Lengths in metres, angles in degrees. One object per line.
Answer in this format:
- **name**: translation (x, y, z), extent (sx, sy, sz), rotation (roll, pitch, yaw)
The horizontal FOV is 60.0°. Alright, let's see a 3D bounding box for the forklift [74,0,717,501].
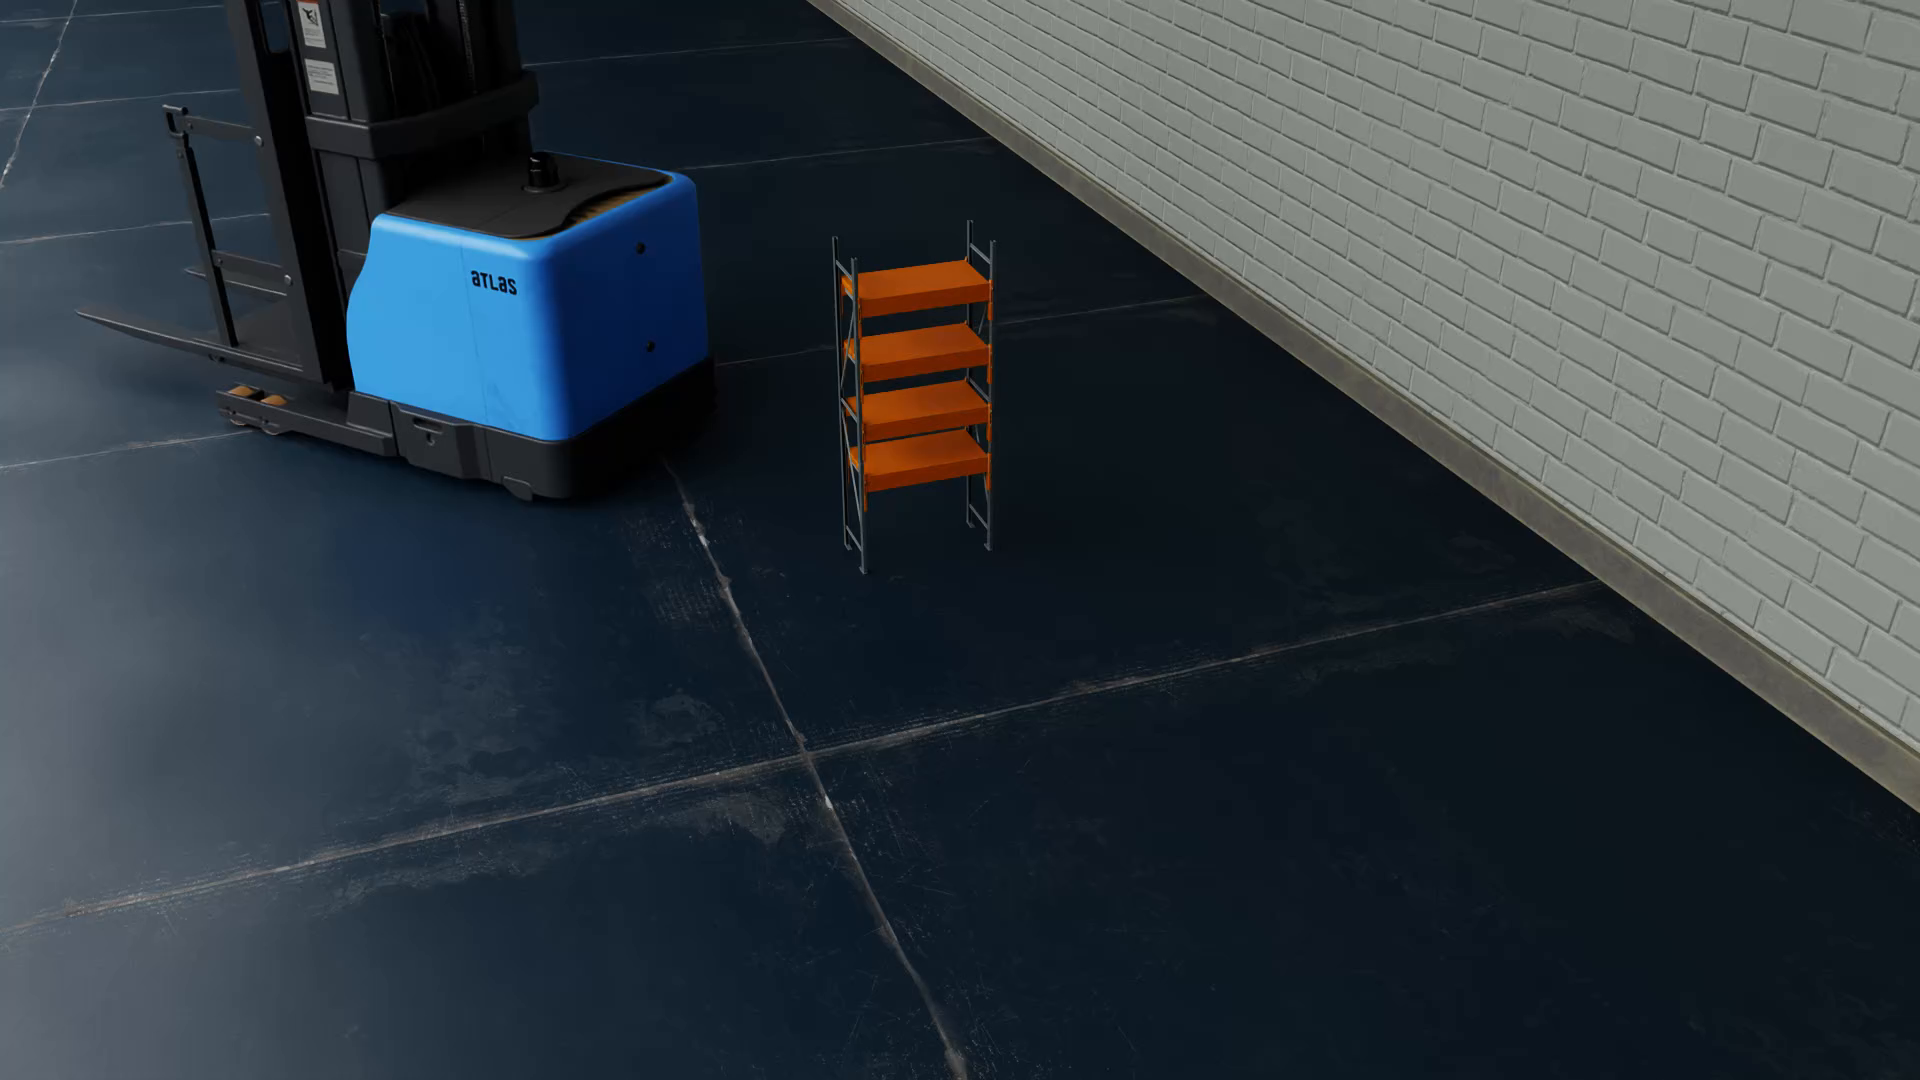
- **forklift**: translation (-2.585, -1.930, 6.676), extent (3.031, 2.935, 1.130), rotation (15, 33, 24)

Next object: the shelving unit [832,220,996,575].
- **shelving unit**: translation (-0.155, -0.493, 5.903), extent (0.503, 1.200, 0.258), rotation (-10, 31, -18)

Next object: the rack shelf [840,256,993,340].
- **rack shelf**: translation (-0.155, -0.834, 5.708), extent (0.480, 0.148, 0.258), rotation (-10, 31, -18)

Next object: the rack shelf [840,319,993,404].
- **rack shelf**: translation (-0.155, -0.629, 5.825), extent (0.480, 0.148, 0.258), rotation (-10, 31, -18)

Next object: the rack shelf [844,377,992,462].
- **rack shelf**: translation (-0.155, -0.434, 5.936), extent (0.480, 0.148, 0.258), rotation (-10, 31, -18)

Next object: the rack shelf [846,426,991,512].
- **rack shelf**: translation (-0.155, -0.262, 6.034), extent (0.480, 0.148, 0.258), rotation (-10, 31, -18)

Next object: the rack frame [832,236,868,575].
- **rack frame**: translation (-0.384, -0.451, 5.829), extent (0.015, 1.200, 0.240), rotation (-10, 31, -18)

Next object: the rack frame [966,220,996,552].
- **rack frame**: translation (0.074, -0.535, 5.977), extent (0.015, 1.200, 0.240), rotation (-10, 31, -18)
